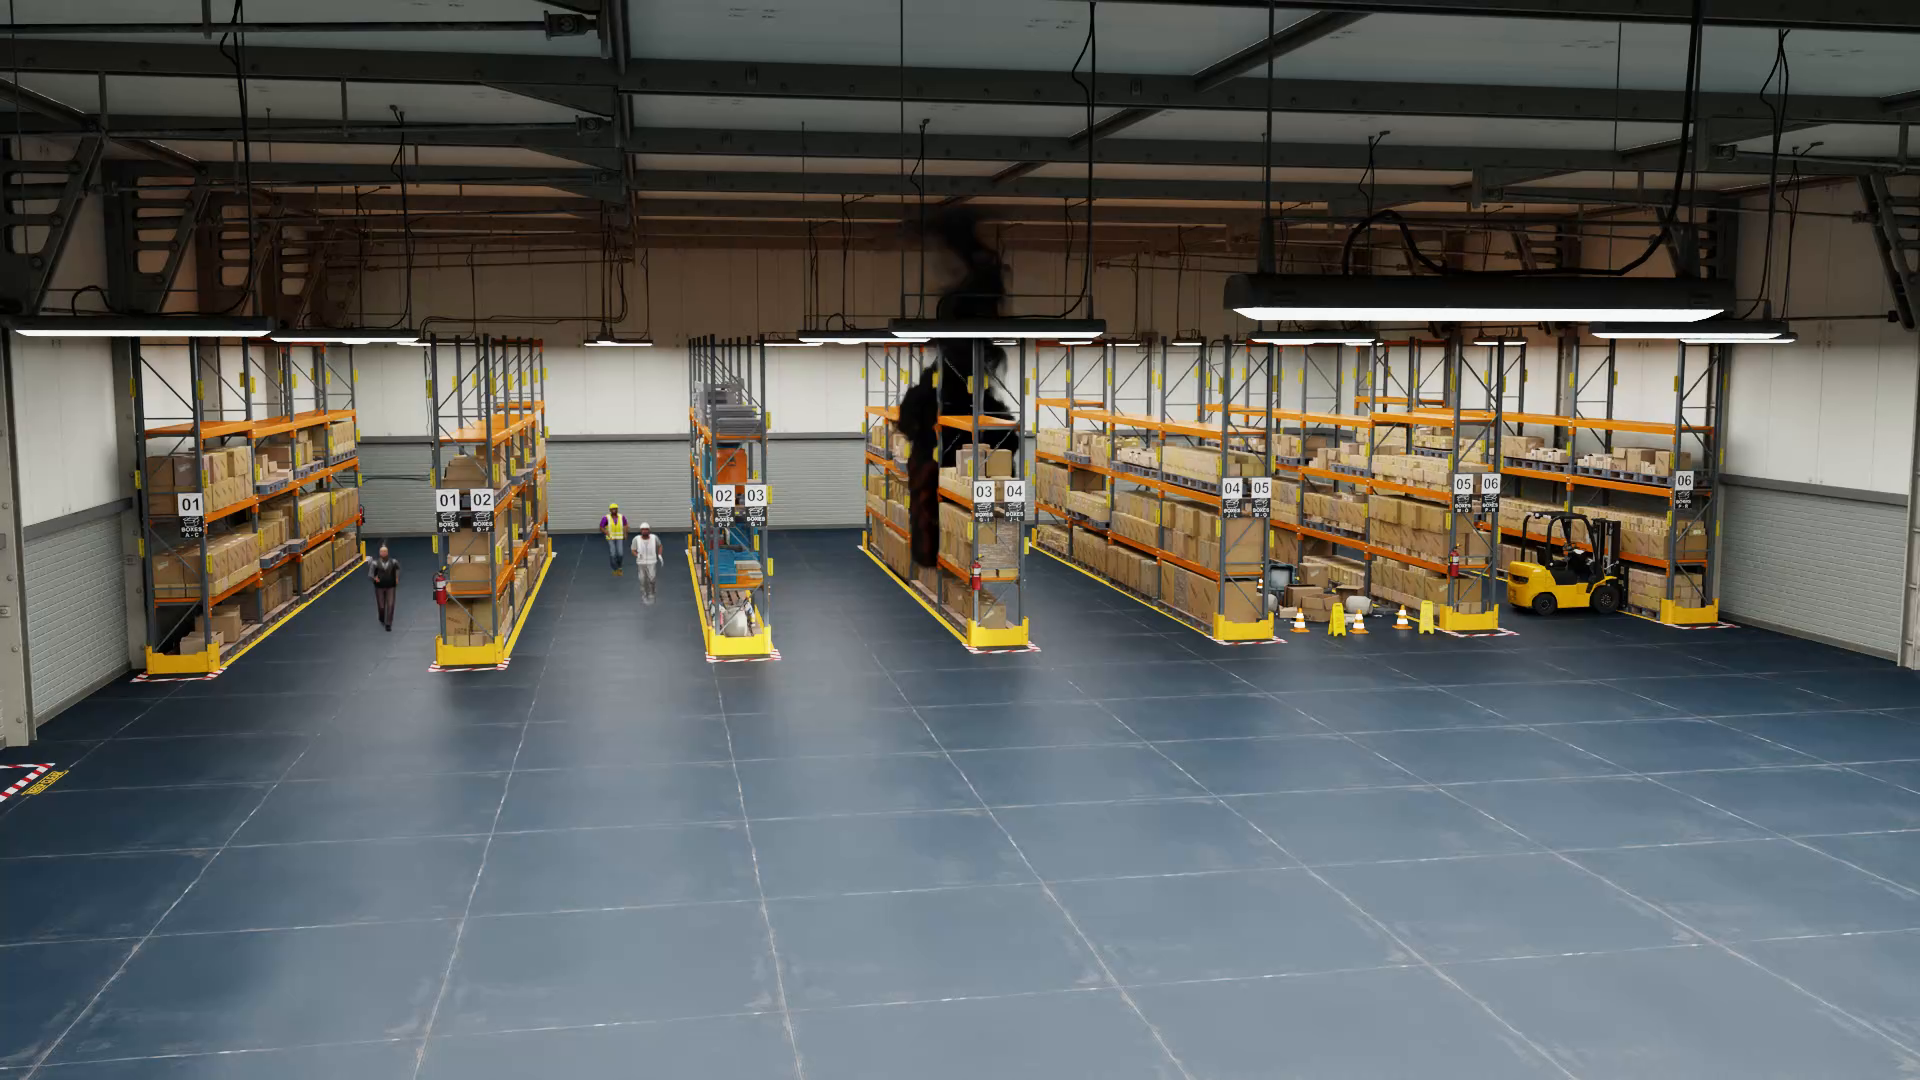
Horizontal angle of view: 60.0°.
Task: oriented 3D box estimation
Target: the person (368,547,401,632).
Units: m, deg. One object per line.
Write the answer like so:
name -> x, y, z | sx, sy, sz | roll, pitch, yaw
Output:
person -> -11.717, 0.986, 33.925 | 0.662, 1.701, 0.926 | -3, 7, -23

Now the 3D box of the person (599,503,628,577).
person -> -8.295, 0.016, 39.947 | 0.705, 1.795, 0.610 | -2, 7, -19

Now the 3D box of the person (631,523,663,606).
person -> -6.640, 0.525, 35.302 | 0.667, 1.792, 0.733 | -1, 7, -10
